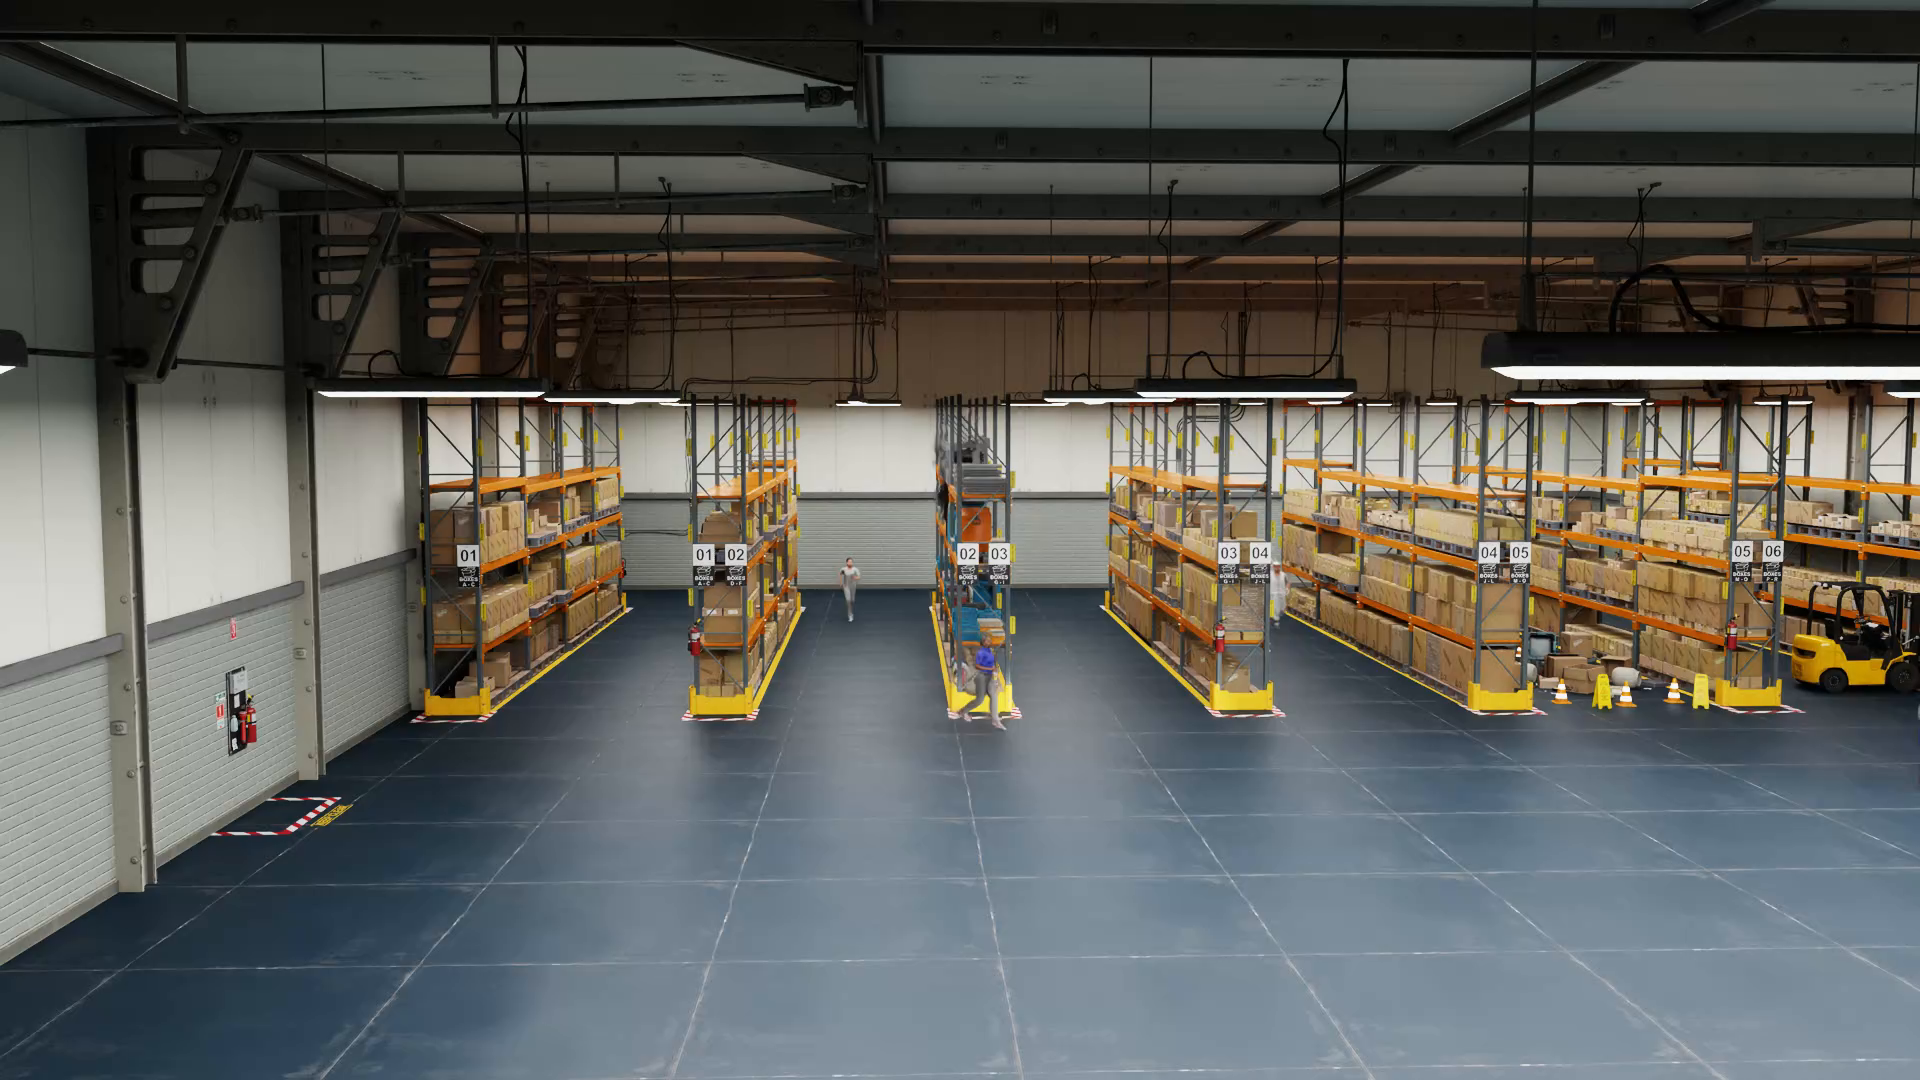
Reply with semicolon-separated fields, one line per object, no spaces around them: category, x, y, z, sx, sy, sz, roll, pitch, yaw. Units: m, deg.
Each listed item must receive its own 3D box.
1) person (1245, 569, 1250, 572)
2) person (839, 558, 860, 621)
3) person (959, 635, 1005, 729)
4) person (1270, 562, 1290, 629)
person;8.063;1.257;45.487;0.686;1.792;0.967;-1;5;-8
person;-2.989;1.308;45.133;0.555;1.675;0.953;-1;5;-12
person;0.427;2.550;29.963;0.910;1.666;0.589;3;5;30
person;8.291;1.441;43.420;0.653;1.749;0.517;0;4;2
